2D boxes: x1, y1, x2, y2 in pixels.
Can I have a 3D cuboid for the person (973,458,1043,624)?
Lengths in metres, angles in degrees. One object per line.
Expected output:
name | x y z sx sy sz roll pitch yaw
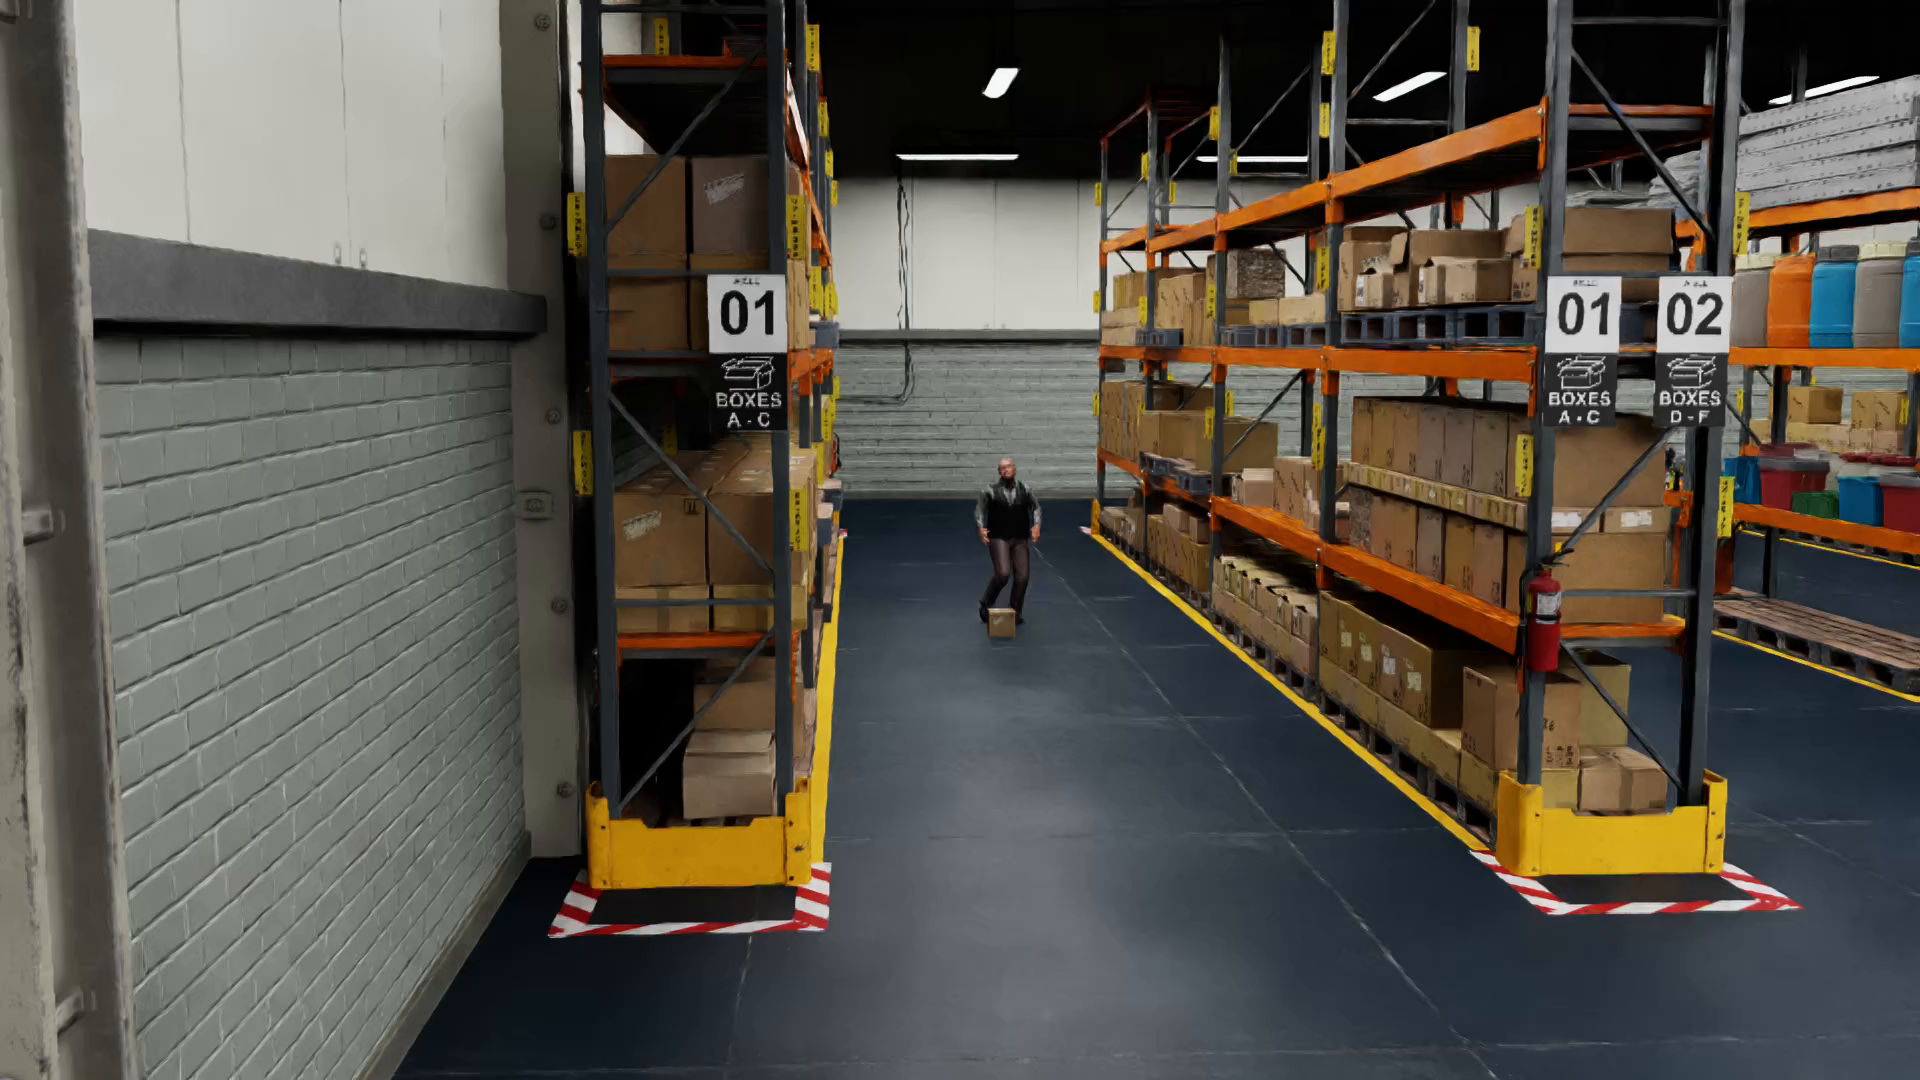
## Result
person | 0.527 0.015 16.893 0.702 1.692 0.507 -2 7 -17
